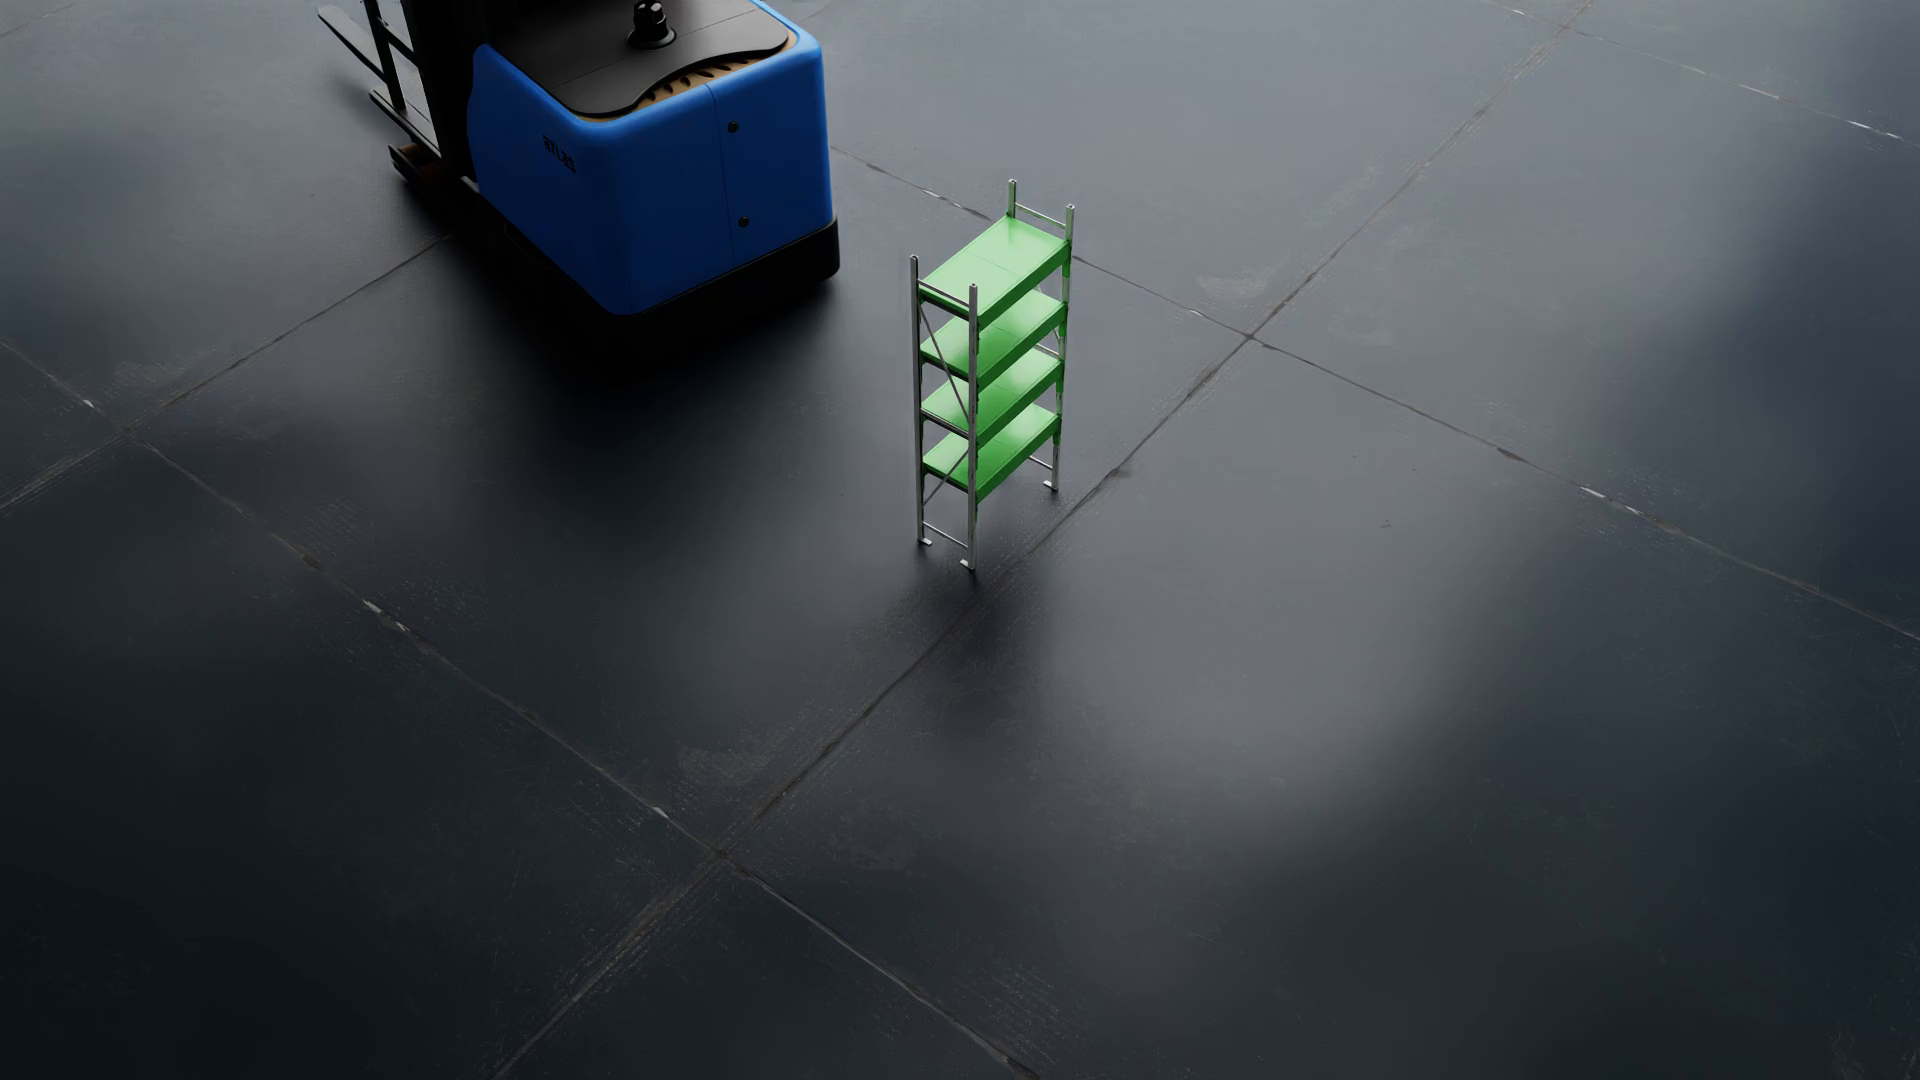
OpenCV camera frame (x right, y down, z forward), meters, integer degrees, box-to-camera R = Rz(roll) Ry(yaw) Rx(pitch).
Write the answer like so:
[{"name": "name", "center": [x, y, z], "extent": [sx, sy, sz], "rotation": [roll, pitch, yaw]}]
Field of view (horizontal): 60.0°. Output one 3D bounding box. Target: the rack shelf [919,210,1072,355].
[{"name": "rack shelf", "center": [0.101, -0.797, 5.106], "extent": [0.258, 0.148, 0.480], "rotation": [29, 53, 25]}]

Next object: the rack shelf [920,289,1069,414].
[{"name": "rack shelf", "center": [0.101, -0.631, 5.279], "extent": [0.258, 0.148, 0.480], "rotation": [29, 53, 25]}]

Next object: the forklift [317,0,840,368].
[{"name": "forklift", "center": [-1.807, -2.665, 6.269], "extent": [1.130, 2.935, 3.031], "rotation": [-31, 54, -26]}]

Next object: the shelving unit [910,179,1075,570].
[{"name": "shelving unit", "center": [0.101, -0.509, 5.407], "extent": [0.258, 1.200, 0.503], "rotation": [29, 53, 25]}]

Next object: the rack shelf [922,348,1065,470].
[{"name": "rack shelf", "center": [0.101, -0.465, 5.453], "extent": [0.258, 0.148, 0.480], "rotation": [29, 53, 25]}]

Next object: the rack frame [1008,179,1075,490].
[{"name": "rack frame", "center": [0.250, -0.649, 5.540], "extent": [0.240, 1.200, 0.015], "rotation": [29, 53, 25]}]

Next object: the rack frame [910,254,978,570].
[{"name": "rack frame", "center": [-0.048, -0.370, 5.273], "extent": [0.240, 1.200, 0.015], "rotation": [29, 53, 25]}]

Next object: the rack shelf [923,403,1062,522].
[{"name": "rack shelf", "center": [0.101, -0.299, 5.626], "extent": [0.258, 0.148, 0.480], "rotation": [29, 53, 25]}]
